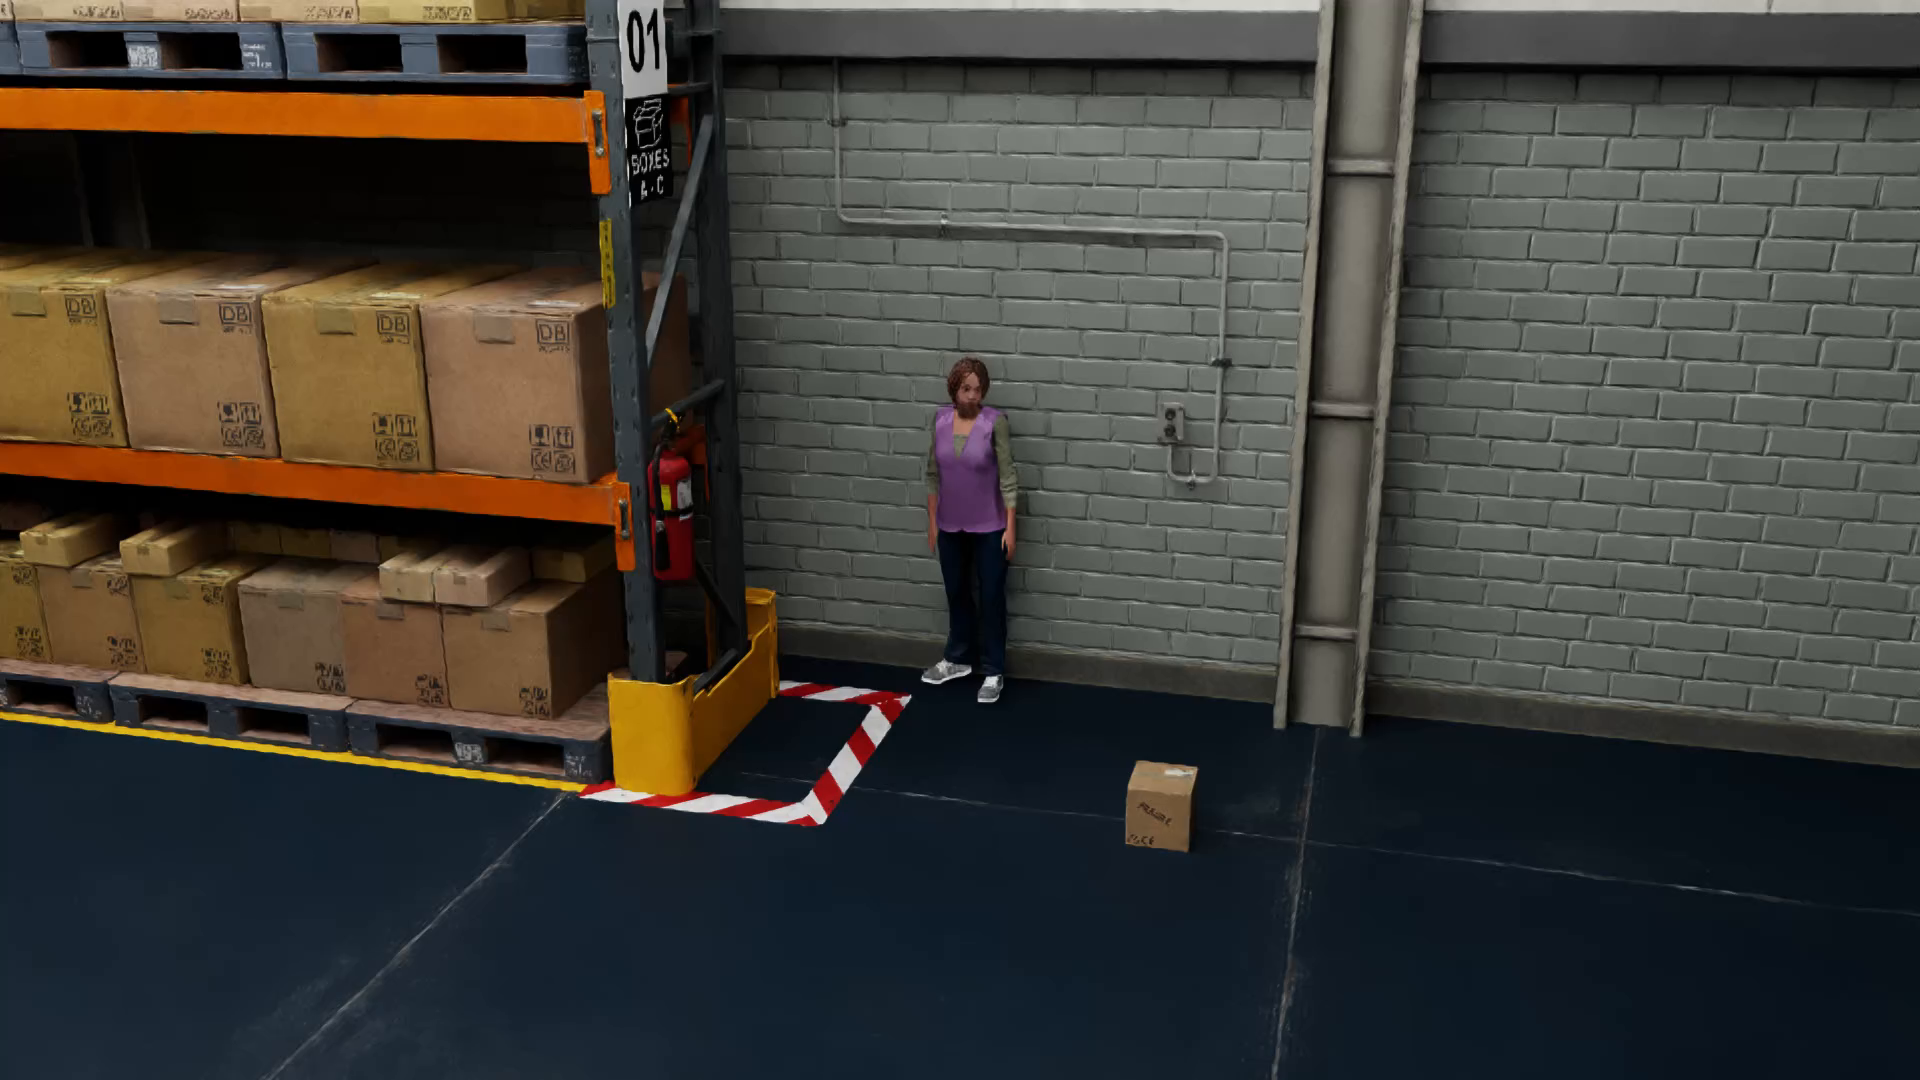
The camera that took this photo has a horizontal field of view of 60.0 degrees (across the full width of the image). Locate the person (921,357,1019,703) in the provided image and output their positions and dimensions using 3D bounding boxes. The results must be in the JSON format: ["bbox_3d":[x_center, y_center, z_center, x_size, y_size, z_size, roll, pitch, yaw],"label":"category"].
[{"bbox_3d":[0.044,-0.052,7.655,0.484,1.600,0.372,8,20,23],"label":"person"}]
